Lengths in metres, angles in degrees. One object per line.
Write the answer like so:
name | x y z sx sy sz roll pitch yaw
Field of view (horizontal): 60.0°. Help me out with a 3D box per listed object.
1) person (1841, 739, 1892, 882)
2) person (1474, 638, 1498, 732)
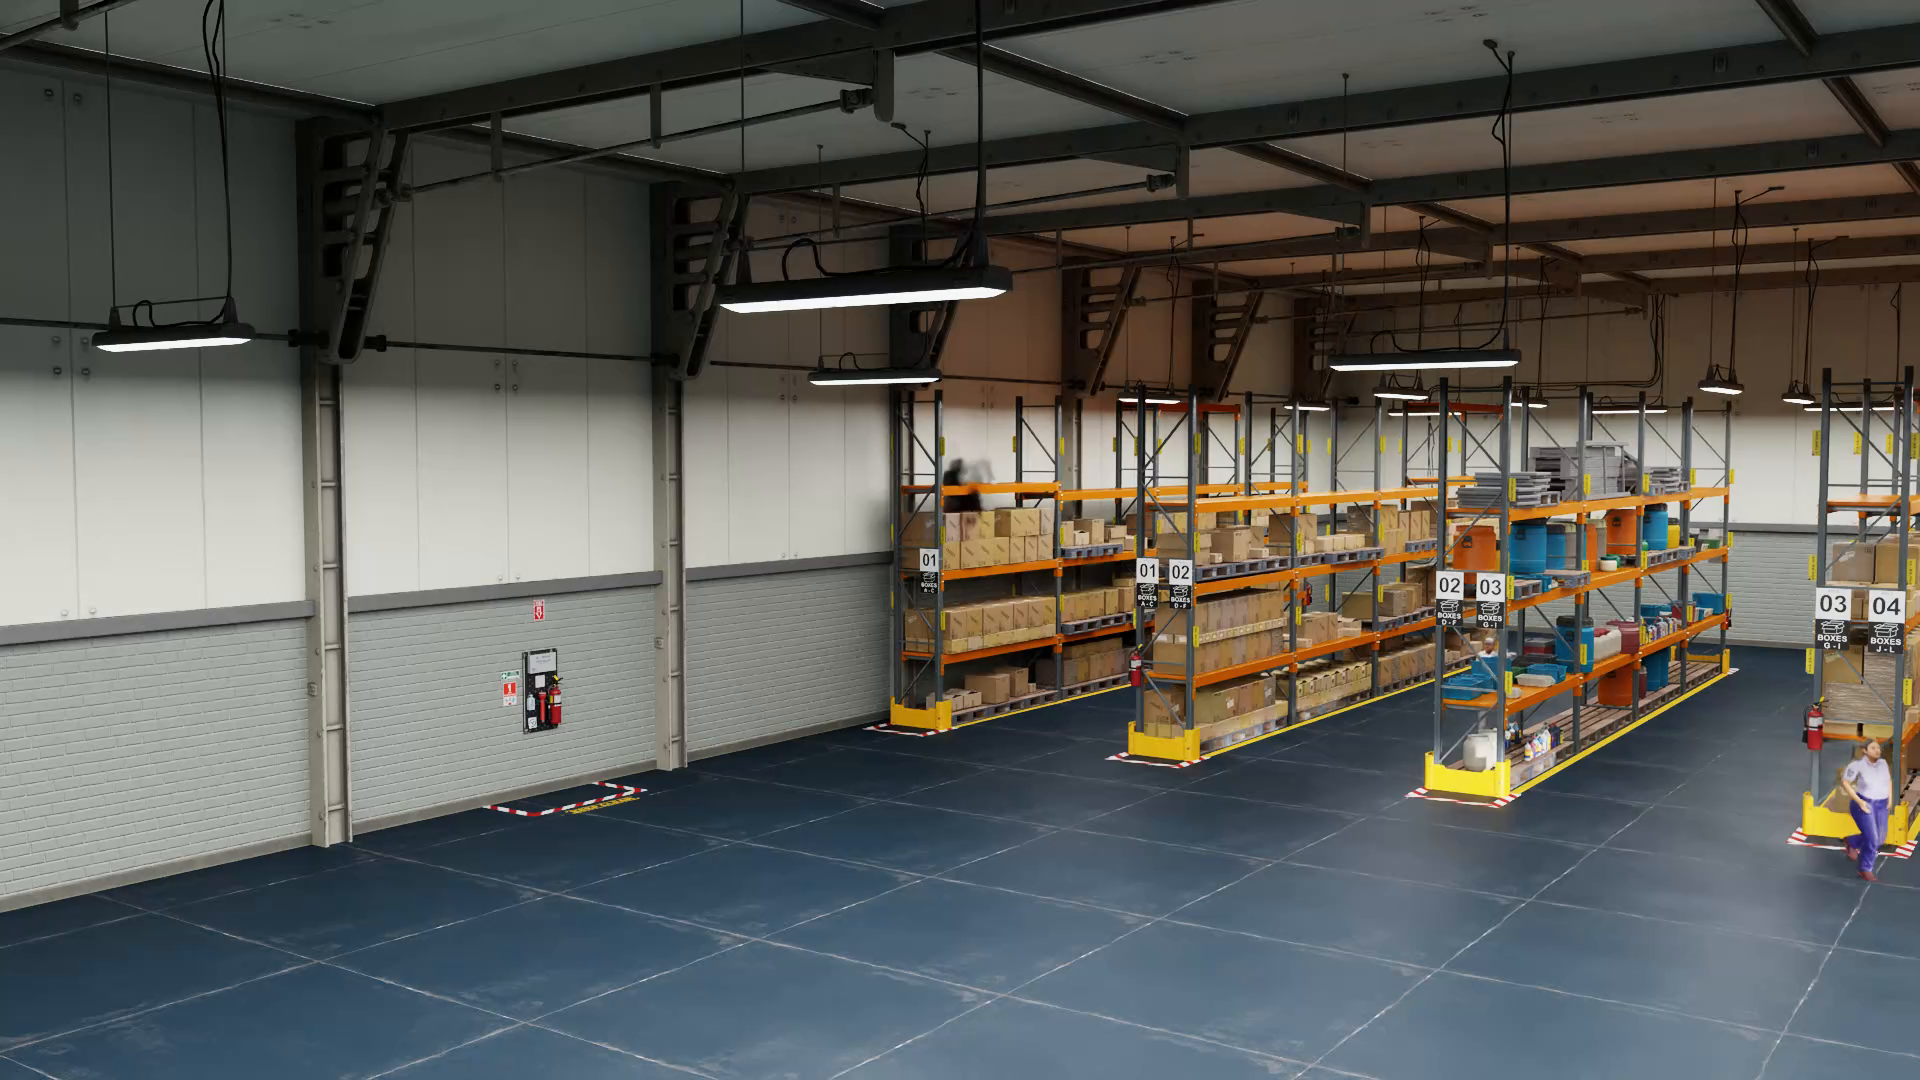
person | 10.549 3.117 19.407 0.615 1.645 0.650 -1 3 -11
person | 9.302 2.535 29.283 0.620 1.634 0.804 2 4 32
